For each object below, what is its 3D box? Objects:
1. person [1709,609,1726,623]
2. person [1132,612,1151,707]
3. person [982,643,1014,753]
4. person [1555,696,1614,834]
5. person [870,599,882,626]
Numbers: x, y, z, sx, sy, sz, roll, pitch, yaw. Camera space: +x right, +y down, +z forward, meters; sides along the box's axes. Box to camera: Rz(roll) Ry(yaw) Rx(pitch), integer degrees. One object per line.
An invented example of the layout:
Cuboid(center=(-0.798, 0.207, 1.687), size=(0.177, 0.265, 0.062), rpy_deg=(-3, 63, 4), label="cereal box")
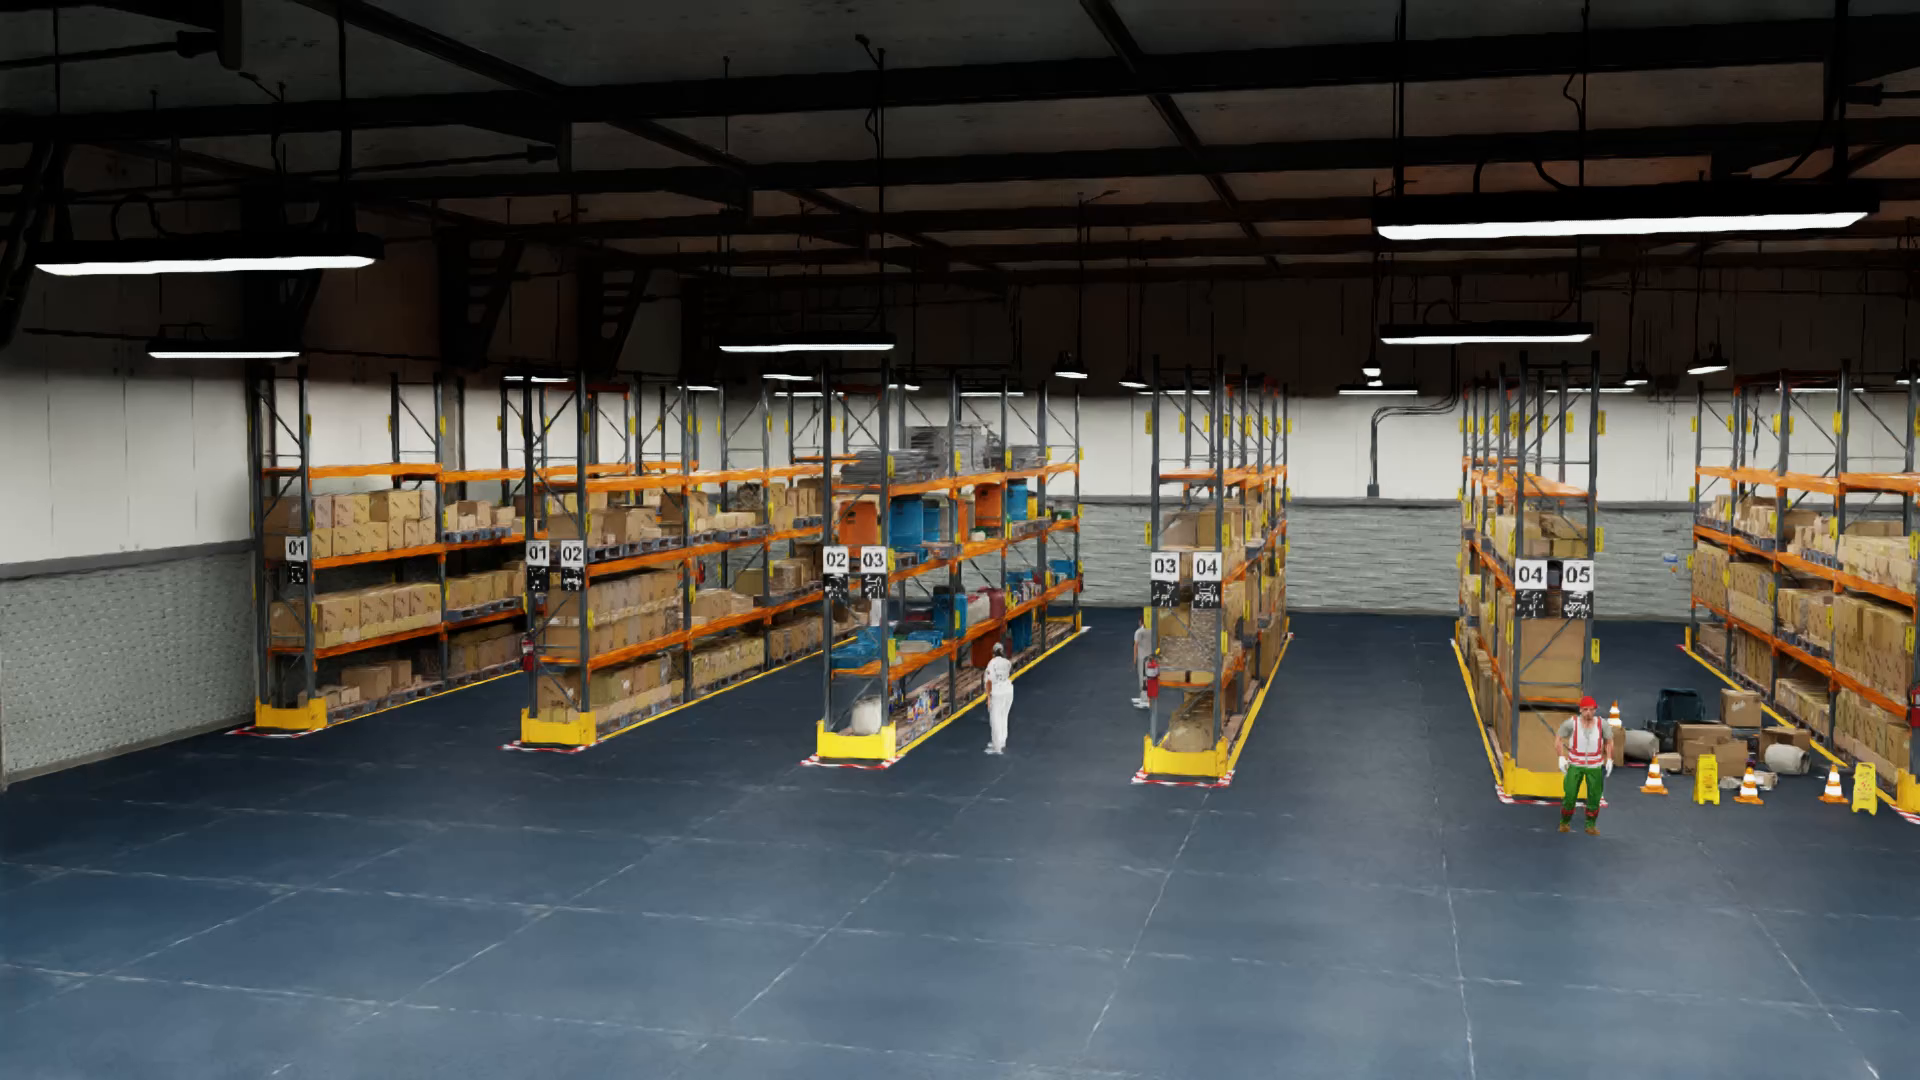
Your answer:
Cuboid(center=(17.747, 1.435, 38.839), size=(0.460, 1.760, 0.721), rpy_deg=(-1, 4, -17), label="person")
Cuboid(center=(3.245, 2.112, 29.581), size=(0.564, 1.666, 0.563), rpy_deg=(4, 5, 43), label="person")
Cuboid(center=(0.548, 2.404, 25.522), size=(0.468, 1.666, 0.523), rpy_deg=(4, 6, 44), label="person")
Cuboid(center=(7.610, 2.743, 20.264), size=(0.677, 1.742, 0.552), rpy_deg=(1, 4, 14), label="person")
Cuboid(center=(-1.703, 1.734, 35.629), size=(0.522, 1.594, 0.652), rpy_deg=(-1, 4, -9), label="person")
